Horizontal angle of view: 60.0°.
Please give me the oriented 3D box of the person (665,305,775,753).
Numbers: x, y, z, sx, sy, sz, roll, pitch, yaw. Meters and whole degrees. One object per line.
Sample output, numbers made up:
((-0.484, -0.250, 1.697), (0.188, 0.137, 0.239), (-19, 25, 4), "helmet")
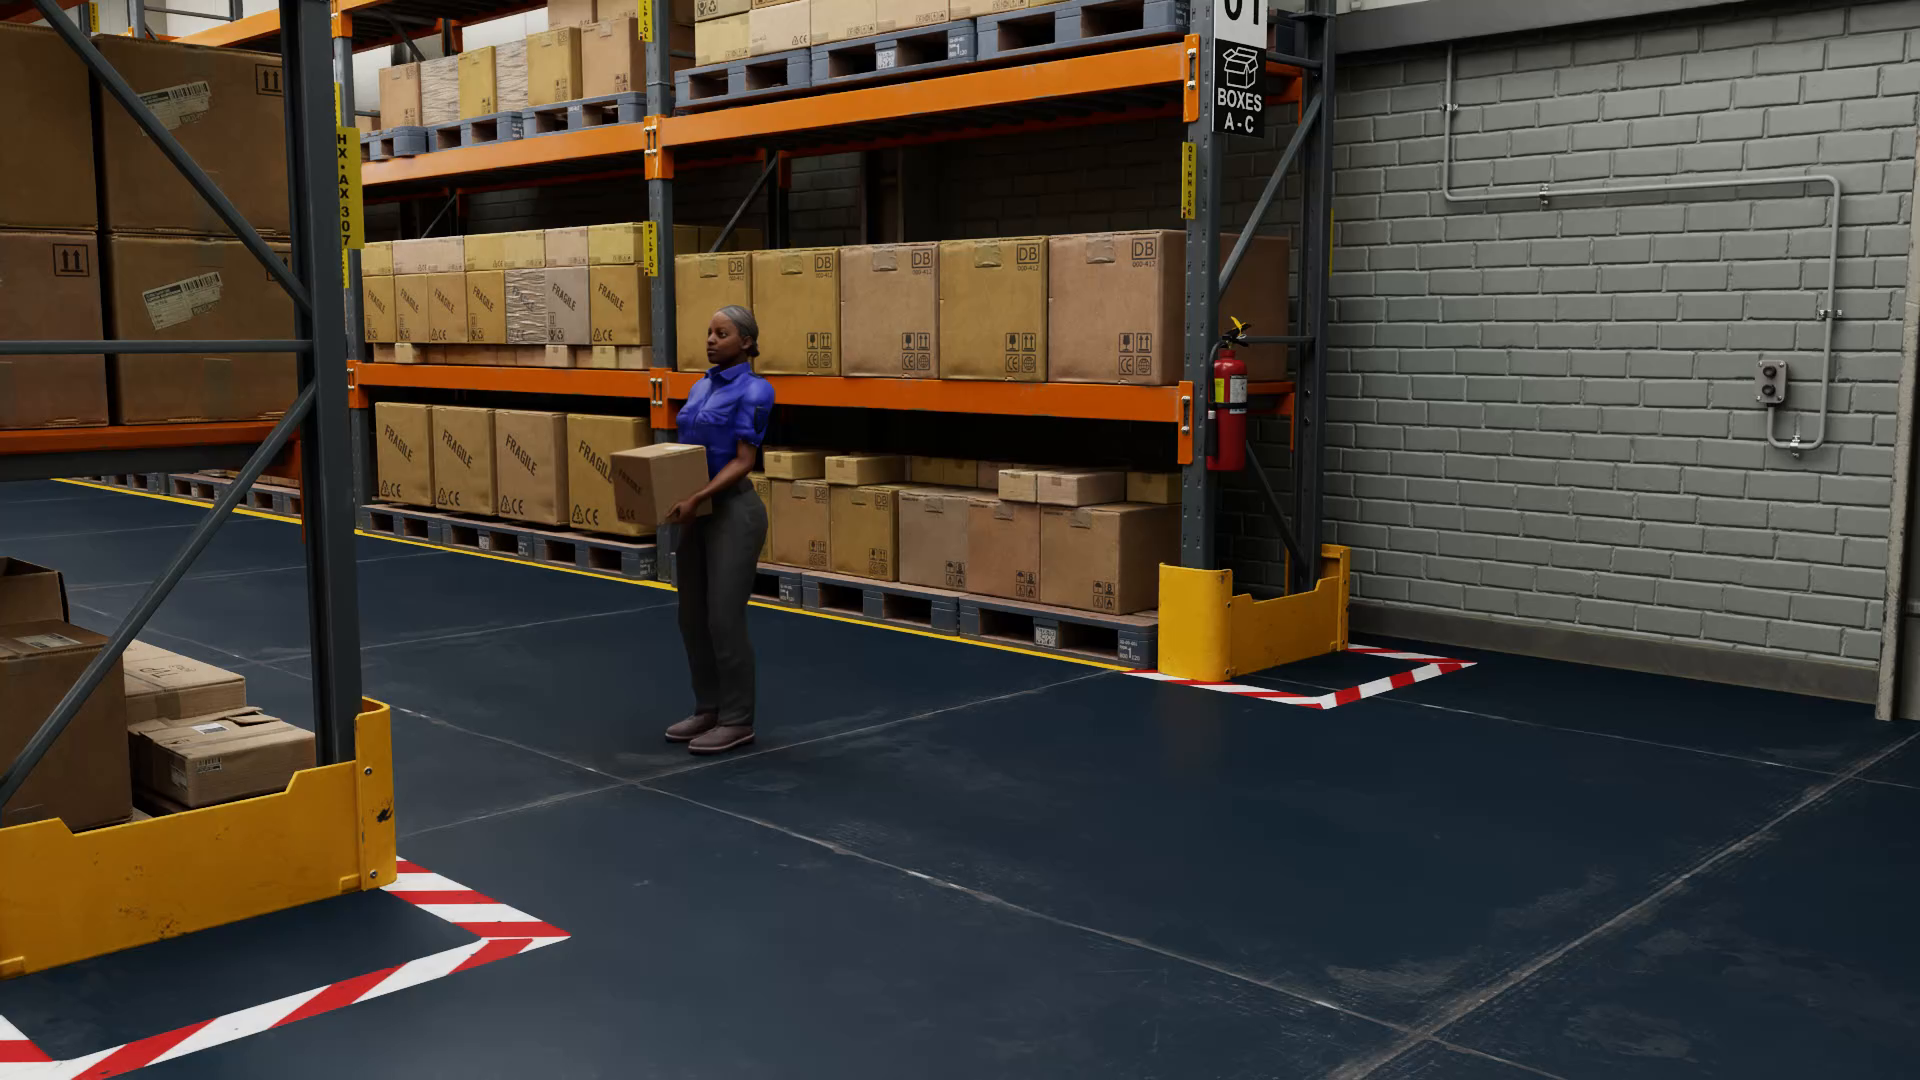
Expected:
((-0.955, -0.047, 6.201), (0.450, 1.647, 0.517), (7, 10, 44), "person")
